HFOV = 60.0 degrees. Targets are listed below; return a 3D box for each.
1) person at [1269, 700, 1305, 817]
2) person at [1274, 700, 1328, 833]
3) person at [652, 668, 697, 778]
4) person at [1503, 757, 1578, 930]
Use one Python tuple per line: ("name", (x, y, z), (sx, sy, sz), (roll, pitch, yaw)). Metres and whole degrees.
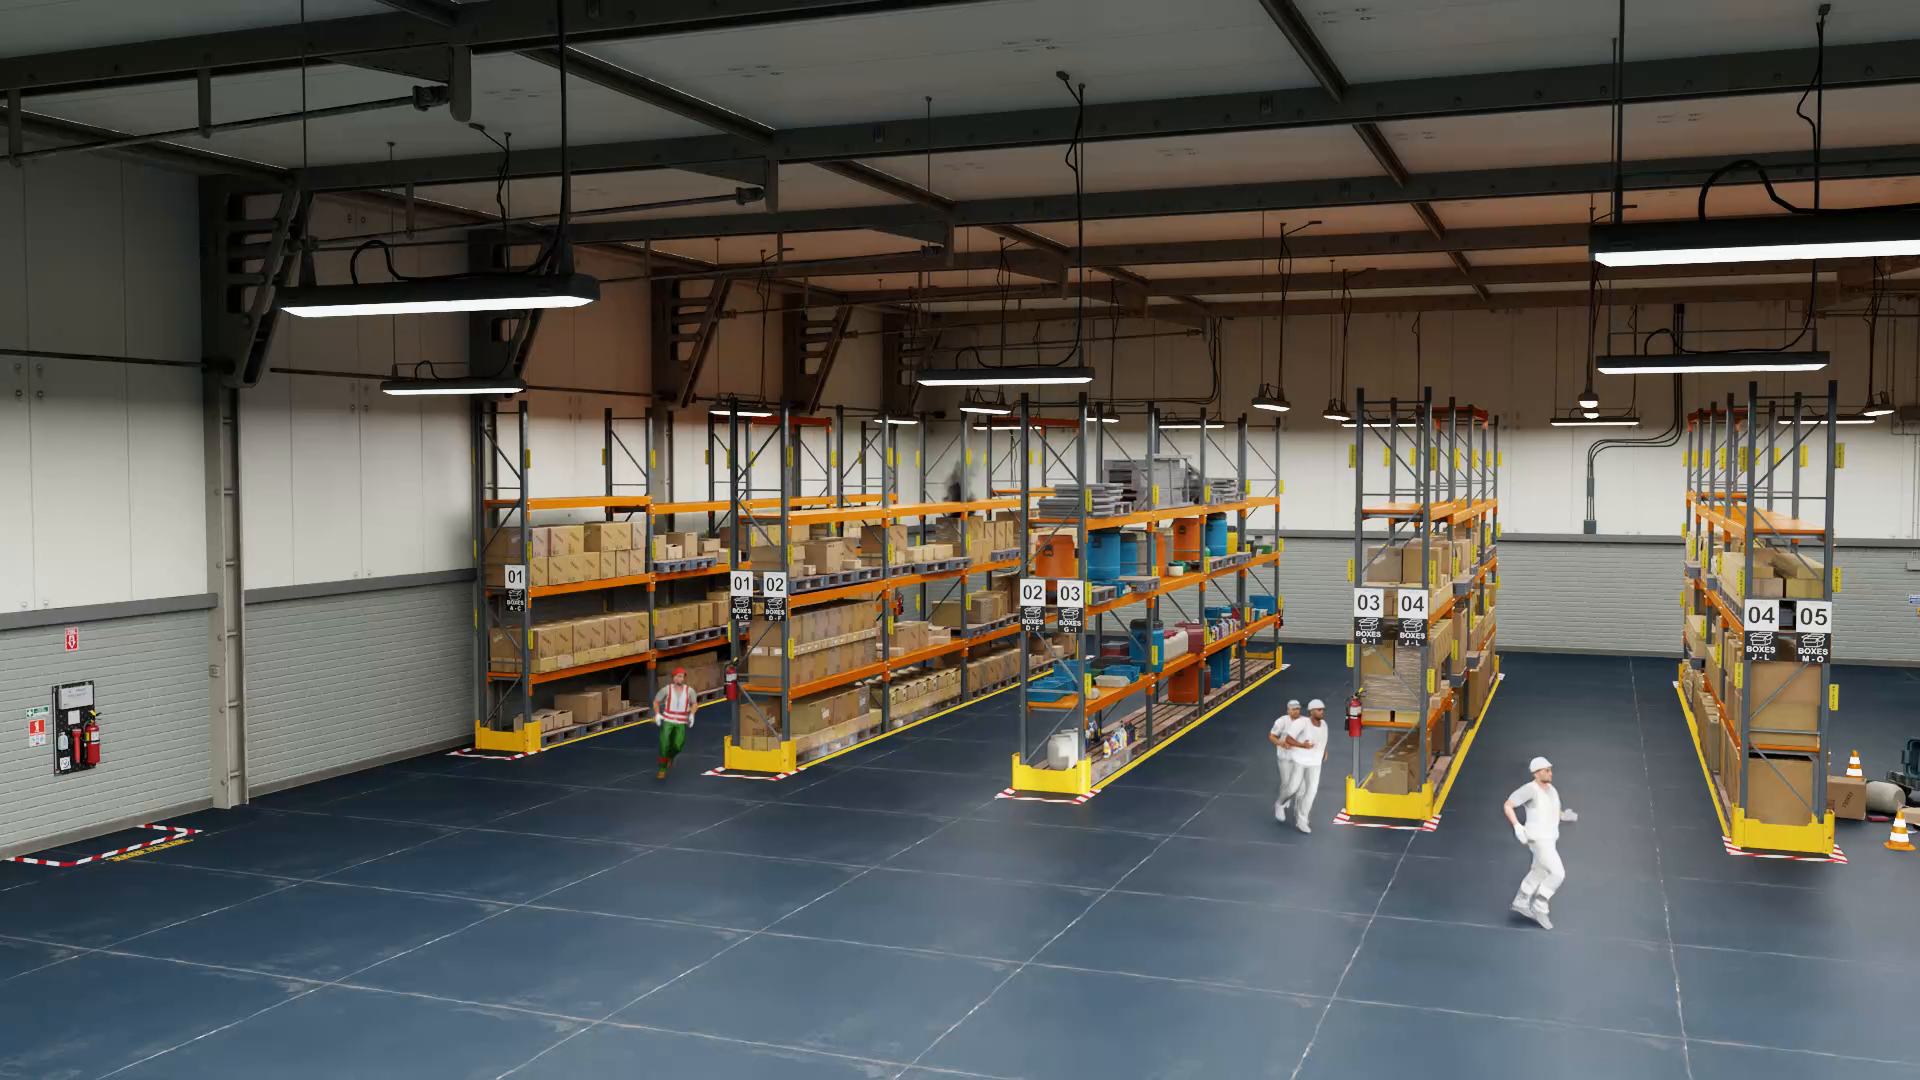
("person", (4.647, 3.063, 23.257), (0.643, 1.665, 0.841), (0, 3, -2))
("person", (4.746, 3.031, 22.604), (0.707, 1.737, 0.933), (-1, 3, -14))
("person", (-4.486, 2.872, 26.230), (0.707, 1.723, 0.558), (-1, 3, -14))
("person", (6.247, 3.239, 17.826), (0.641, 1.817, 0.735), (-3, 4, -43))
